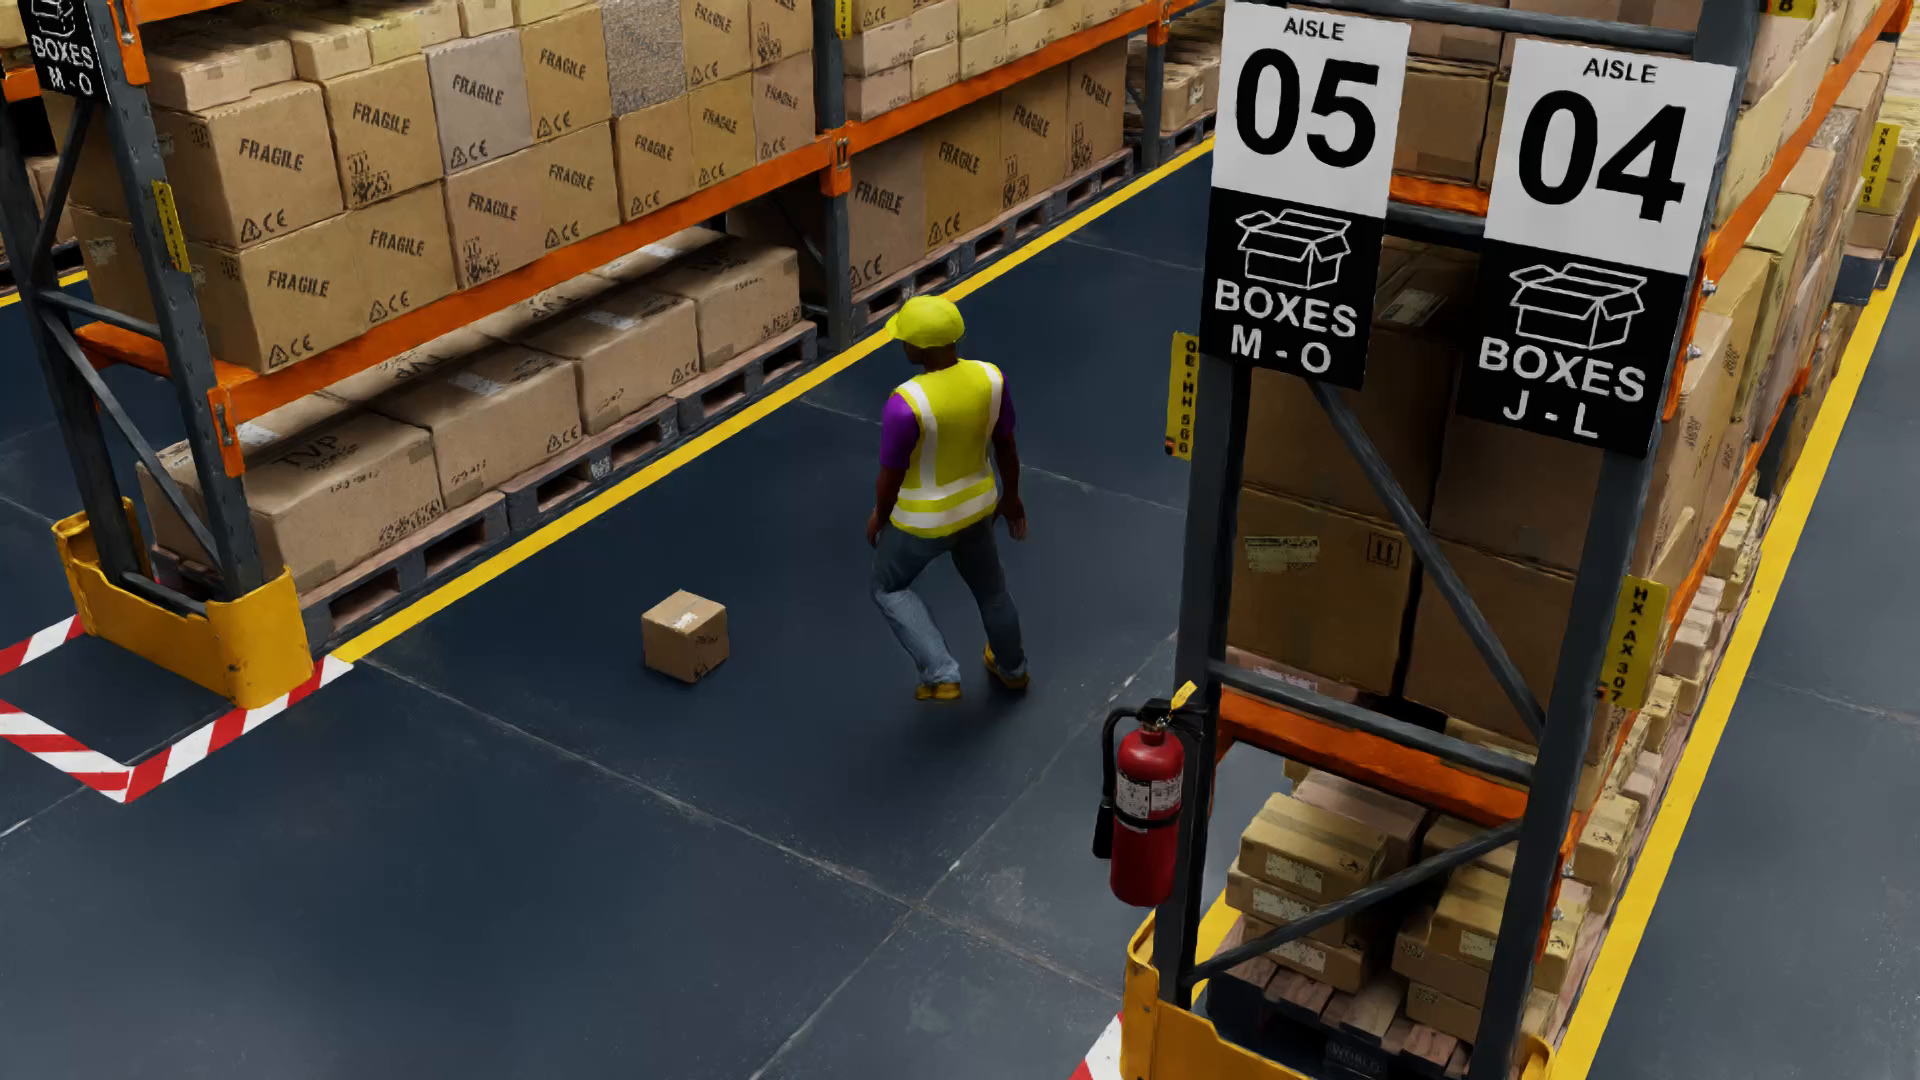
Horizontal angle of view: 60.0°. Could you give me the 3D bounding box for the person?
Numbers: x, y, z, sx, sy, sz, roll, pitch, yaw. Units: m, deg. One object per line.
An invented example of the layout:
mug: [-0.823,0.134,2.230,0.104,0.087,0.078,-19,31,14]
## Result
person: [-0.013,-0.126,6.314,0.691,1.738,0.488,-23,37,-34]
